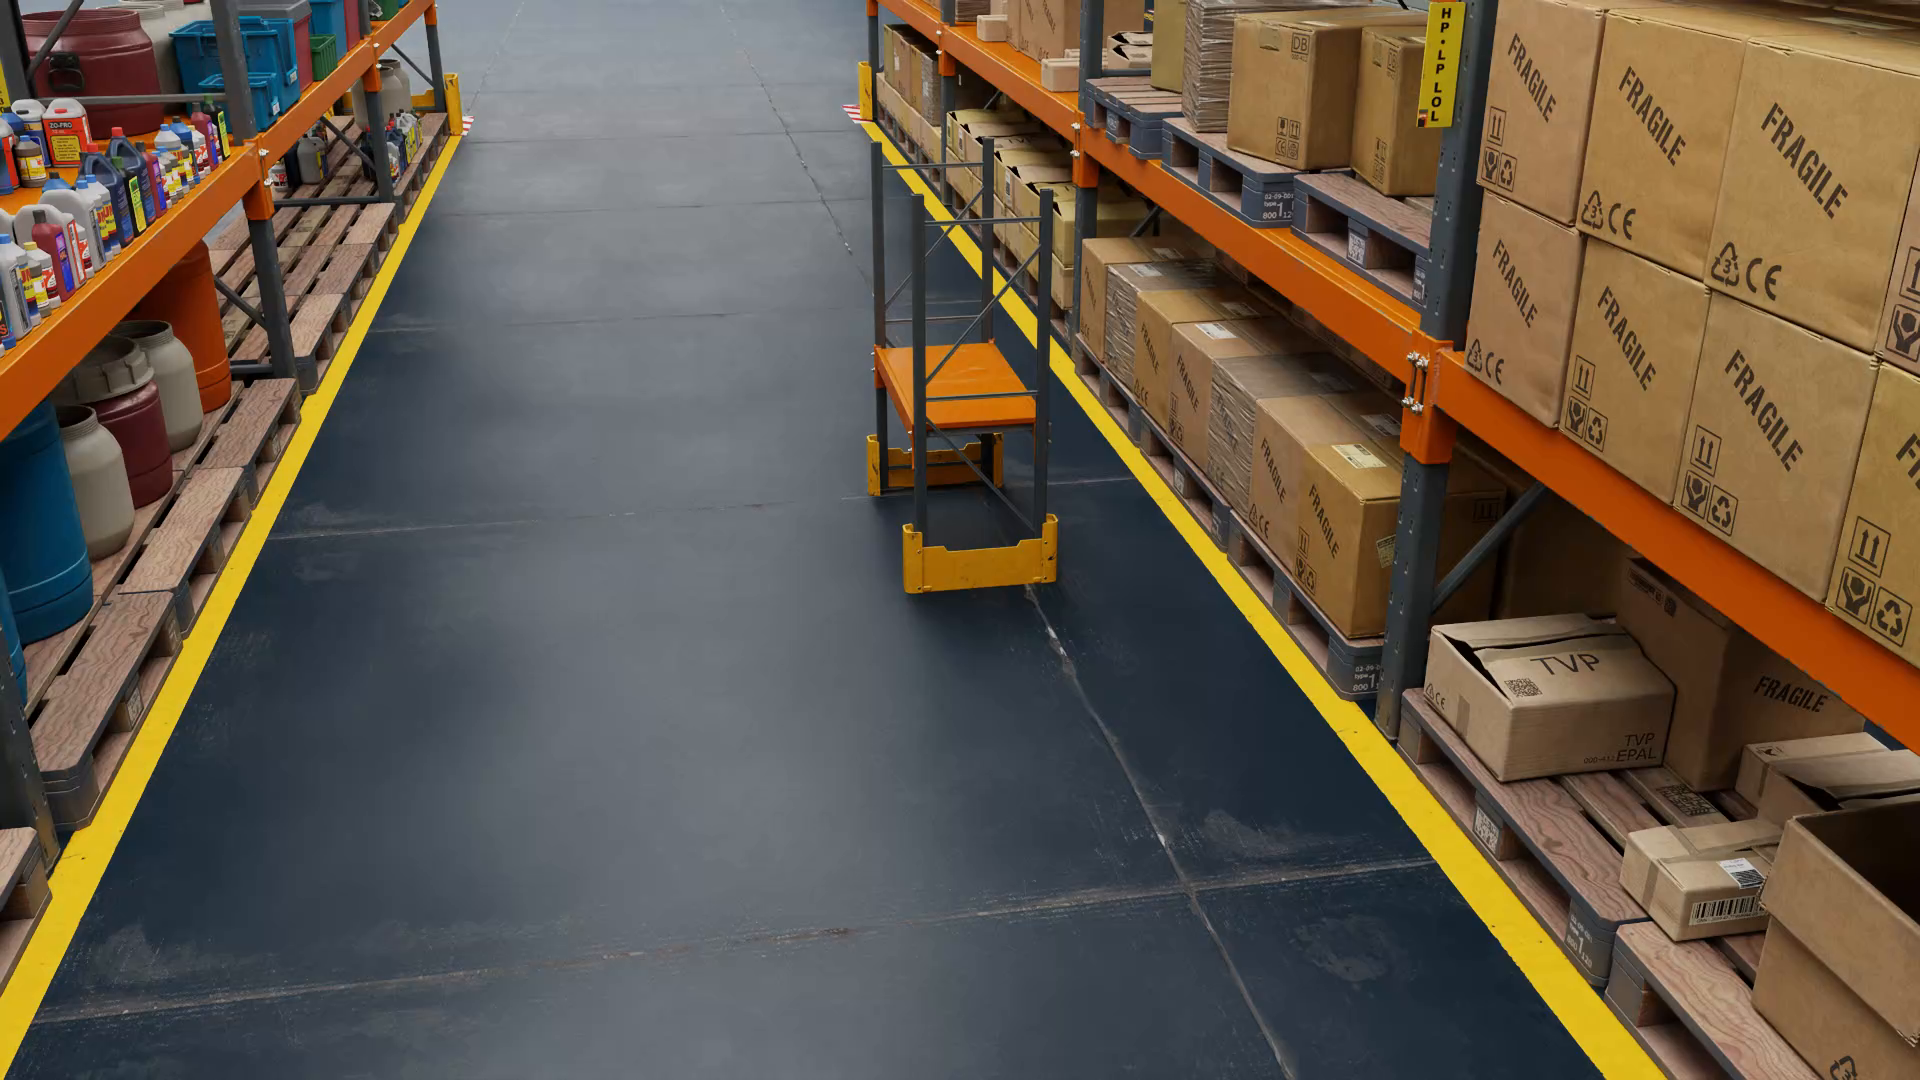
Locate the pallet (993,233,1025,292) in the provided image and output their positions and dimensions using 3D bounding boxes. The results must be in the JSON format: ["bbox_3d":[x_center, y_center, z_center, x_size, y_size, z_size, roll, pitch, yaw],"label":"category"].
[{"bbox_3d":[0.765,-1.892,10.817,1.003,0.211,1.213,-4,24,-10],"label":"pallet"}]

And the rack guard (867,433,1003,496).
[{"bbox_3d":[-0.106,-0.340,7.217,0.587,0.250,0.087,-4,24,-10],"label":"rack guard"}]

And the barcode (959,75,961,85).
[{"bbox_3d":[0.000,-3.302,11.937,0.001,0.075,0.075,-4,24,-10],"label":"barcode"}]

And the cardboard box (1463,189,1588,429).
[{"bbox_3d":[1.667,-0.616,4.287,0.500,0.500,0.500,-4,24,-8],"label":"cardboard box"}]

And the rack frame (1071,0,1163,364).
[{"bbox_3d":[1.101,-2.364,8.415,1.000,3.000,0.127,-4,24,-10],"label":"rack frame"}]

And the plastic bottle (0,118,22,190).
[{"bbox_3d":[-3.920,-1.566,6.742,0.152,0.276,0.135,-4,24,-10],"label":"plastic bottle"}]

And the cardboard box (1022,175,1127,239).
[{"bbox_3d":[0.660,-1.945,9.666,0.500,0.311,0.500,-5,24,-11],"label":"cardboard box"}]

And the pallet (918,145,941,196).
[{"bbox_3d":[0.256,-2.975,13.298,1.003,0.211,1.213,-4,24,-10],"label":"pallet"}]

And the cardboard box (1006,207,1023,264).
[{"bbox_3d":[0.575,-1.886,10.230,0.500,0.250,0.500,-4,24,-9],"label":"cardboard box"}]

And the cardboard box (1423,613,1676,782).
[{"bbox_3d":[1.706,0.421,4.848,0.500,0.311,0.500,-4,24,-10],"label":"cardboard box"}]

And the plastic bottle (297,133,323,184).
[{"bbox_3d":[-4.768,-2.802,12.179,0.144,0.351,0.185,-4,24,-10],"label":"plastic bottle"}]

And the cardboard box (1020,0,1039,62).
[{"bbox_3d":[0.678,-3.275,10.377,0.500,0.500,0.500,-4,24,-10],"label":"cardboard box"}]

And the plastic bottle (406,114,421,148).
[{"bbox_3d":[-4.457,-3.308,13.429,0.152,0.276,0.135,-4,24,-9],"label":"plastic bottle"}]

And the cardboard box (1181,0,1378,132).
[{"bbox_3d":[1.310,-1.989,6.906,0.700,0.500,0.500,0,24,0],"label":"cardboard box"}]

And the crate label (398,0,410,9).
[{"bbox_3d":[-4.641,-4.458,13.165,0.502,0.435,0.616,-4,24,-10],"label":"crate label"}]

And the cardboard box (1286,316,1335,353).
[{"bbox_3d":[1.703,-0.660,7.087,0.500,0.500,0.500,-5,24,-12],"label":"cardboard box"}]

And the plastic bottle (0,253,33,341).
[{"bbox_3d":[-2.807,-0.723,4.812,0.152,0.276,0.135,-4,24,-10],"label":"plastic bottle"}]

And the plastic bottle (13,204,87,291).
[{"bbox_3d":[-2.910,-0.943,5.316,0.152,0.276,0.135,-4,24,-10],"label":"plastic bottle"}]

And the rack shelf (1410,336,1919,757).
[{"bbox_3d":[2.211,0.326,3.155,1.077,0.370,4.000,-4,24,-10],"label":"rack shelf"}]

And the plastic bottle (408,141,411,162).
[{"bbox_3d":[-4.313,-3.027,12.879,0.097,0.201,0.097,0,24,0],"label":"plastic bottle"}]

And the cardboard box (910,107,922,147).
[{"bbox_3d":[-0.129,-3.429,13.764,0.500,0.250,0.500,-4,24,-10],"label":"cardboard box"}]

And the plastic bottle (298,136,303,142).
[{"bbox_3d":[-5.005,-2.994,12.618,0.144,0.351,0.185,-4,24,-10],"label":"plastic bottle"}]

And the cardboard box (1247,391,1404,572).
[{"bbox_3d":[1.385,-0.215,6.067,0.500,0.500,0.500,-4,24,-10],"label":"cardboard box"}]

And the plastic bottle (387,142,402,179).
[{"bbox_3d":[-4.222,-2.808,12.286,0.152,0.276,0.135,-3,24,-8],"label":"plastic bottle"}]

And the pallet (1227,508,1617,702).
[{"bbox_3d":[1.653,0.170,6.096,1.003,0.211,1.213,-4,24,-10],"label":"pallet"}]

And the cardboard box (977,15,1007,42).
[{"bbox_3d":[0.325,-3.458,11.235,0.380,0.149,0.250,-4,24,-10],"label":"cardboard box"}]

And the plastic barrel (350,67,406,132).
[{"bbox_3d":[-4.957,-3.747,14.166,0.421,0.512,0.421,0,24,0],"label":"plastic barrel"}]

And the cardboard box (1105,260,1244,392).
[{"bbox_3d":[1.007,-1.014,7.898,0.500,0.500,0.500,-5,24,-12],"label":"cardboard box"}]

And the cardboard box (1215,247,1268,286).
[{"bbox_3d":[1.519,-1.391,7.824,0.500,0.250,0.500,-3,24,-8],"label":"cardboard box"}]

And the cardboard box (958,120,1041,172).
[{"bbox_3d":[0.281,-2.748,11.505,0.500,0.311,0.500,-5,24,-10],"label":"cardboard box"}]

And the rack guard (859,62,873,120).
[{"bbox_3d":[-0.383,-4.374,16.141,1.175,0.500,0.348,-4,24,-10],"label":"rack guard"}]

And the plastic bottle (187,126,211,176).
[{"bbox_3d":[-3.227,-1.643,7.011,0.097,0.201,0.097,0,24,0],"label":"plastic bottle"}]

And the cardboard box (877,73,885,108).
[{"bbox_3d":[-0.498,-4.215,15.565,0.500,0.250,0.500,-4,24,-10],"label":"cardboard box"}]

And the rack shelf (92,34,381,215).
[{"bbox_3d":[-4.137,-2.456,9.524,1.077,0.370,4.000,-4,24,-10],"label":"rack shelf"}]

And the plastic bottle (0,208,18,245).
[{"bbox_3d":[-3.060,-0.932,5.290,0.152,0.276,0.135,-4,24,-10],"label":"plastic bottle"}]

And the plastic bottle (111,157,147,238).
[{"bbox_3d":[-3.003,-1.243,5.994,0.061,0.283,0.133,-4,24,-10],"label":"plastic bottle"}]

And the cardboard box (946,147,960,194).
[{"bbox_3d":[0.193,-2.693,12.078,0.500,0.250,0.500,-5,24,-11],"label":"cardboard box"}]

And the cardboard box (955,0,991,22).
[{"bbox_3d":[0.273,-4.157,12.396,0.700,0.500,0.500,-5,24,-11],"label":"cardboard box"}]

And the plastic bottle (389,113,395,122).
[{"bbox_3d":[-4.561,-3.303,13.409,0.061,0.283,0.133,-4,24,-10],"label":"plastic bottle"}]

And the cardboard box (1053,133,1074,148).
[{"bbox_3d":[0.911,-2.588,11.138,0.500,0.311,0.500,-4,24,-10],"label":"cardboard box"}]

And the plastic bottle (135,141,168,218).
[{"bbox_3d":[-3.062,-1.368,6.281,0.061,0.283,0.133,-4,24,-10],"label":"plastic bottle"}]

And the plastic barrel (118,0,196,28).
[{"bbox_3d":[-4.245,-2.604,8.826,0.421,0.512,0.421,0,24,0],"label":"plastic barrel"}]

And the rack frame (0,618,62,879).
[{"bbox_3d":[-3.028,-0.425,3.976,1.000,3.000,0.127,-4,24,-10],"label":"rack frame"}]

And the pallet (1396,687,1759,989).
[{"bbox_3d":[1.967,0.758,4.752,1.003,0.211,1.213,-4,24,-10],"label":"pallet"}]

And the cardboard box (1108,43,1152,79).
[{"bbox_3d":[1.077,-2.469,8.767,0.500,0.311,0.500,-3,24,-6],"label":"cardboard box"}]

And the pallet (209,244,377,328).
[{"bbox_3d":[-4.095,-1.507,9.937,1.003,0.211,1.213,-4,24,-10],"label":"pallet"}]

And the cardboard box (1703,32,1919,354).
[{"bbox_3d":[1.842,-0.683,3.192,0.500,0.500,0.500,-5,24,-11],"label":"cardboard box"}]

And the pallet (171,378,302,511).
[{"bbox_3d":[-3.581,-0.414,7.434,1.003,0.211,1.213,-4,24,-10],"label":"pallet"}]

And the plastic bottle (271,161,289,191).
[{"bbox_3d":[-4.880,-2.611,11.927,0.097,0.201,0.097,0,24,0],"label":"plastic bottle"}]

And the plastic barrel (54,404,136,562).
[{"bbox_3d":[-3.259,-0.200,6.044,0.421,0.512,0.421,0,24,0],"label":"plastic barrel"}]

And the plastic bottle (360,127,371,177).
[{"bbox_3d":[-4.390,-2.897,12.396,0.144,0.351,0.185,-4,24,-10],"label":"plastic bottle"}]

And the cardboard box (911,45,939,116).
[{"bbox_3d":[-0.116,-3.773,13.616,0.500,0.500,0.500,-4,24,-10],"label":"cardboard box"}]

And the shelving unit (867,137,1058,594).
[{"bbox_3d":[-0.014,-0.717,6.518,0.587,1.500,1.083,-4,24,-10],"label":"shelving unit"}]

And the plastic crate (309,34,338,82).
[{"bbox_3d":[-3.908,-2.811,9.703,0.450,0.188,0.662,-4,24,-10],"label":"plastic crate"}]

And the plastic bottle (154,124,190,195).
[{"bbox_3d":[-3.155,-1.522,6.647,0.097,0.271,0.097,0,24,0],"label":"plastic bottle"}]

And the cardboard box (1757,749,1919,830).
[{"bbox_3d":[2.364,0.738,4.122,0.500,0.311,0.500,-4,24,-10],"label":"cardboard box"}]

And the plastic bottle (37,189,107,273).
[{"bbox_3d":[-2.953,-1.034,5.525,0.152,0.276,0.135,-4,24,-10],"label":"plastic bottle"}]
